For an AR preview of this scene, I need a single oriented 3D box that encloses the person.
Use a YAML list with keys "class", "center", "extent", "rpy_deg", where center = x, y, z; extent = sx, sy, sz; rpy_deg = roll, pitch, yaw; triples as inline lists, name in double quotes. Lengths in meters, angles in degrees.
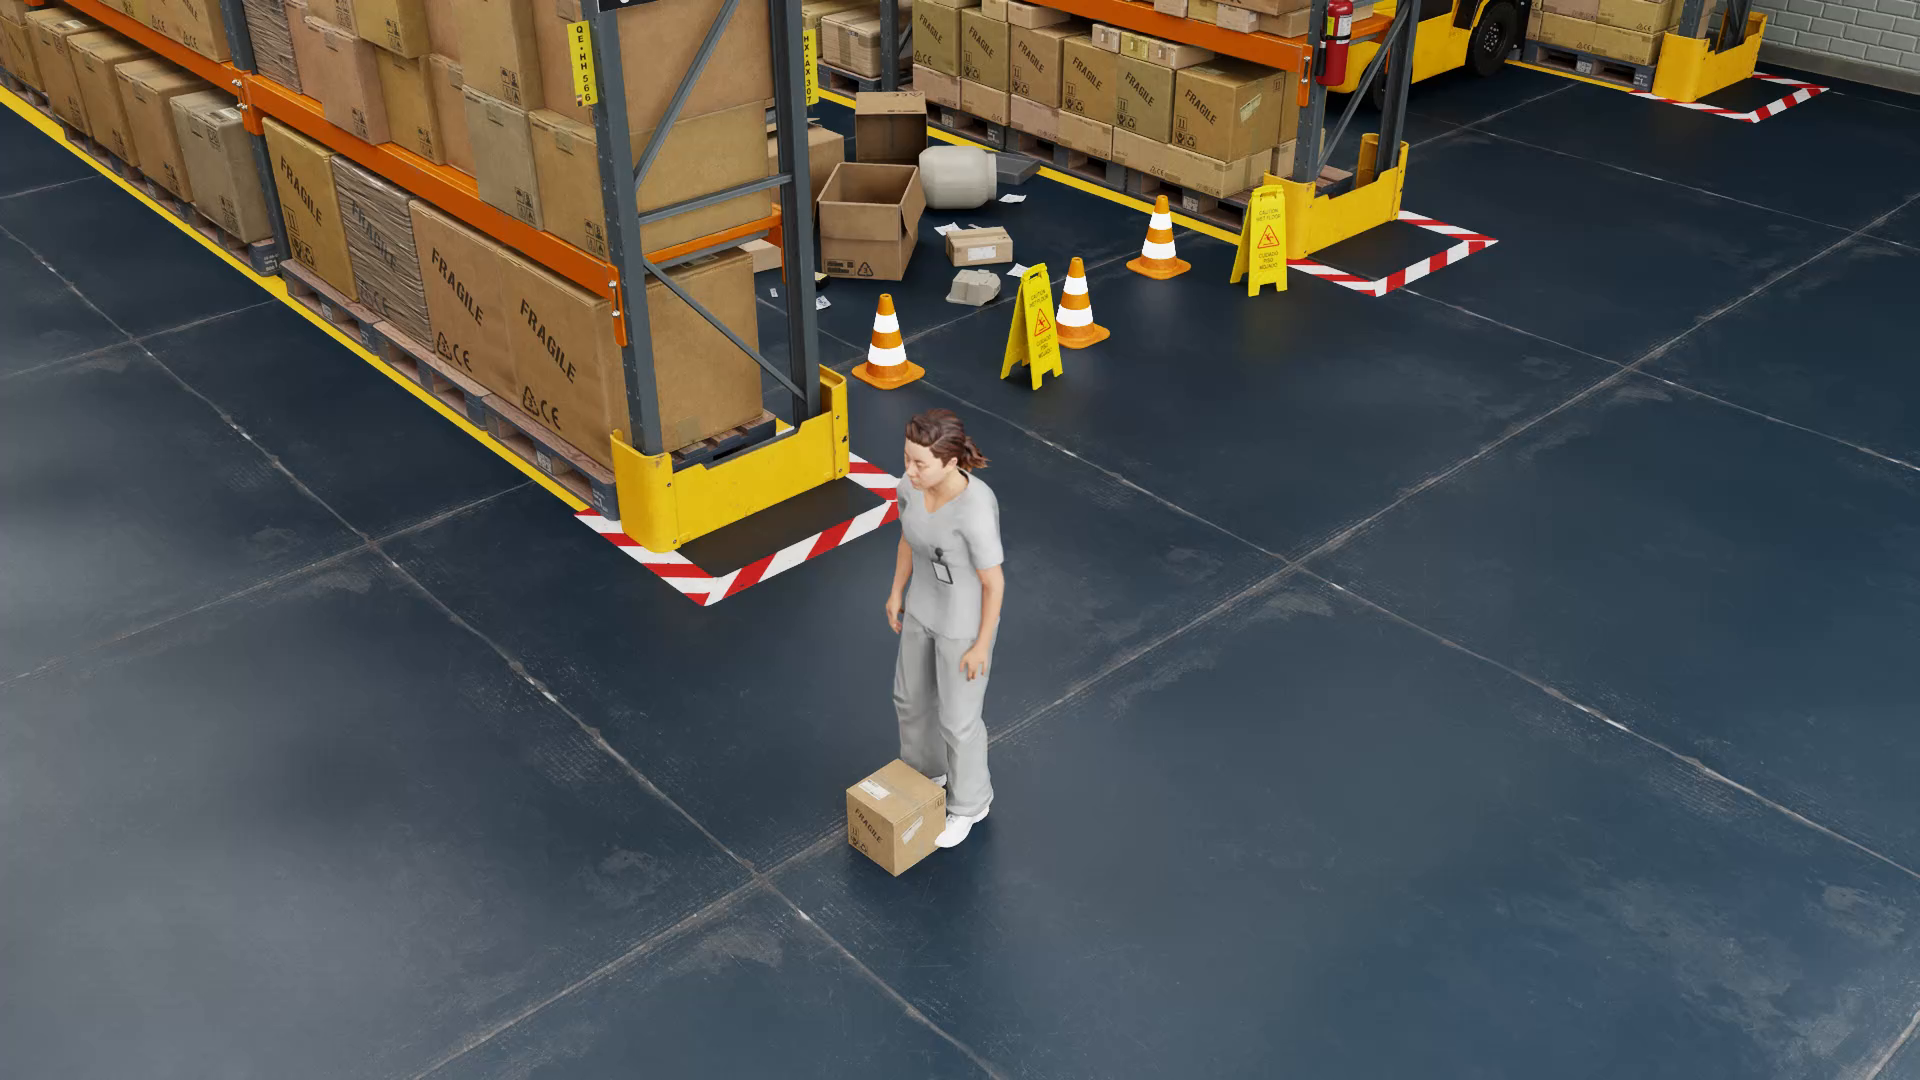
- class: "person"
  center: [-0.055, 0.284, 5.679]
  extent: [0.357, 1.673, 0.486]
  rpy_deg: [-26, 40, -35]
